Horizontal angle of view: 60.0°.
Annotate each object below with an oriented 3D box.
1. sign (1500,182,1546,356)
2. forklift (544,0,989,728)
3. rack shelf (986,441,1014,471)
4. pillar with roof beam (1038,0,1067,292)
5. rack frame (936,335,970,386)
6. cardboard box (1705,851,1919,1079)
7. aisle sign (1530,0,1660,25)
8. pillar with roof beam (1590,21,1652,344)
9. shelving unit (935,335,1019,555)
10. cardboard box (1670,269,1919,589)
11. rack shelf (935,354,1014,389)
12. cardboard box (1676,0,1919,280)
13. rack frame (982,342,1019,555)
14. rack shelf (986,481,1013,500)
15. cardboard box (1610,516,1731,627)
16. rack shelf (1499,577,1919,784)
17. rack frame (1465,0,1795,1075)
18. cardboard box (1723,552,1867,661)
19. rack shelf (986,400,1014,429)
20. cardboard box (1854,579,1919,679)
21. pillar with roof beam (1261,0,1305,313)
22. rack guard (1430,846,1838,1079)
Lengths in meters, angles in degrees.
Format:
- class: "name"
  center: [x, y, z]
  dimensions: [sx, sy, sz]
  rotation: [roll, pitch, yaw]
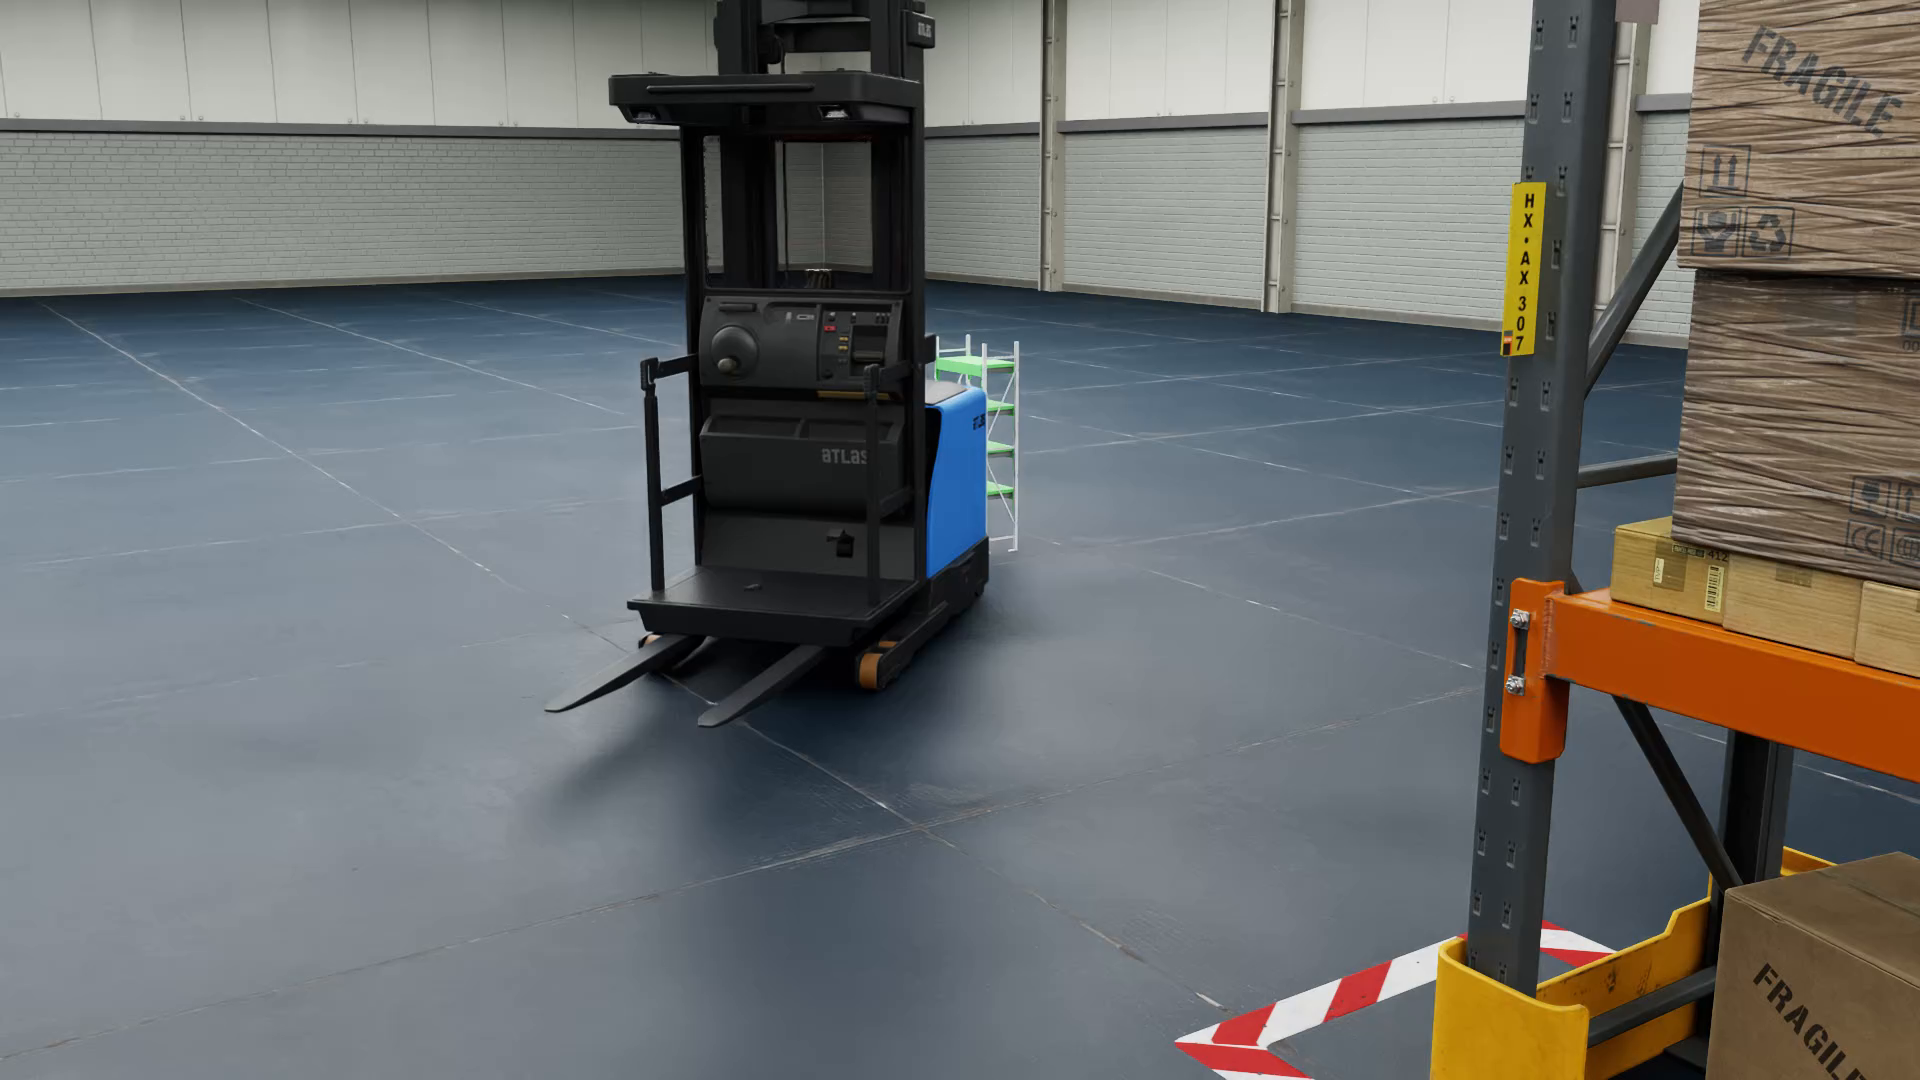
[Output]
- class: "sign"
  center: [1.077, -0.516, 3.174]
  dimensions: [0.100, 0.325, 0.005]
  rotation: [-8, 15, -33]
- class: "forklift"
  center: [-0.758, -0.890, 7.071]
  dimensions: [1.130, 2.935, 3.031]
  rotation: [4, 13, 16]
- class: "rack shelf"
  center: [0.092, -0.494, 9.613]
  dimensions: [0.258, 0.148, 0.480]
  rotation: [-8, 15, -33]
- class: "pillar with roof beam"
  center: [-1.873, -8.584, 28.049]
  dimensions: [9.100, 9.000, 0.400]
  rotation: [-8, 15, -33]
- class: "rack frame"
  center: [-0.043, -0.600, 9.797]
  dimensions: [0.240, 1.200, 0.015]
  rotation: [-8, 15, -33]
- class: "cardboard box"
  center: [1.861, 0.972, 3.265]
  dimensions: [0.500, 0.500, 0.500]
  rotation: [-5, 13, -22]
- class: "aisle sign"
  center: [1.245, -1.403, 3.170]
  dimensions: [0.394, 0.787, 0.004]
  rotation: [-8, 15, -33]
- class: "pillar with roof beam"
  center: [4.775, -6.449, 18.290]
  dimensions: [9.100, 9.000, 0.400]
  rotation: [-8, 15, -33]
- class: "shelving unit"
  center: [0.092, -0.557, 9.599]
  dimensions: [0.258, 1.200, 0.503]
  rotation: [-8, 15, -33]
- class: "cardboard box"
  center: [1.811, -0.250, 3.055]
  dimensions: [0.875, 0.500, 0.500]
  rotation: [-8, 15, -33]
- class: "rack shelf"
  center: [0.092, -0.963, 9.510]
  dimensions: [0.258, 0.148, 0.480]
  rotation: [-8, 15, -33]
- class: "cardboard box"
  center: [1.607, -0.710, 2.816]
  dimensions: [0.500, 0.500, 0.500]
  rotation: [-8, 15, -33]
- class: "rack frame"
  center: [0.227, -0.513, 9.401]
  dimensions: [0.240, 1.200, 0.015]
  rotation: [-8, 15, -33]
- class: "rack shelf"
  center: [0.092, -0.260, 9.664]
  dimensions: [0.258, 0.148, 0.480]
  rotation: [-8, 15, -33]
- class: "cardboard box"
  center: [1.488, 0.044, 3.226]
  dimensions: [0.380, 0.149, 0.250]
  rotation: [-8, 15, -33]
- class: "rack shelf"
  center: [2.637, 0.550, 2.010]
  dimensions: [1.077, 0.370, 4.000]
  rotation: [-8, 15, -33]
- class: "rack frame"
  center: [1.529, -0.157, 3.560]
  dimensions: [1.000, 3.000, 0.127]
  rotation: [-8, 15, -33]
- class: "cardboard box"
  center: [1.611, 0.091, 3.012]
  dimensions: [0.380, 0.149, 0.250]
  rotation: [-8, 15, -33]
- class: "rack shelf"
  center: [0.092, -0.729, 9.561]
  dimensions: [0.258, 0.148, 0.480]
  rotation: [-8, 15, -33]
- class: "cardboard box"
  center: [1.737, 0.137, 2.801]
  dimensions: [0.380, 0.149, 0.250]
  rotation: [-8, 15, -33]
- class: "pillar with roof beam"
  center: [1.451, -7.517, 23.170]
  dimensions: [9.100, 9.000, 0.400]
  rotation: [-8, 15, -33]
- class: "rack guard"
  center: [1.571, 1.077, 3.765]
  dimensions: [1.175, 0.500, 0.348]
  rotation: [-8, 15, -33]
